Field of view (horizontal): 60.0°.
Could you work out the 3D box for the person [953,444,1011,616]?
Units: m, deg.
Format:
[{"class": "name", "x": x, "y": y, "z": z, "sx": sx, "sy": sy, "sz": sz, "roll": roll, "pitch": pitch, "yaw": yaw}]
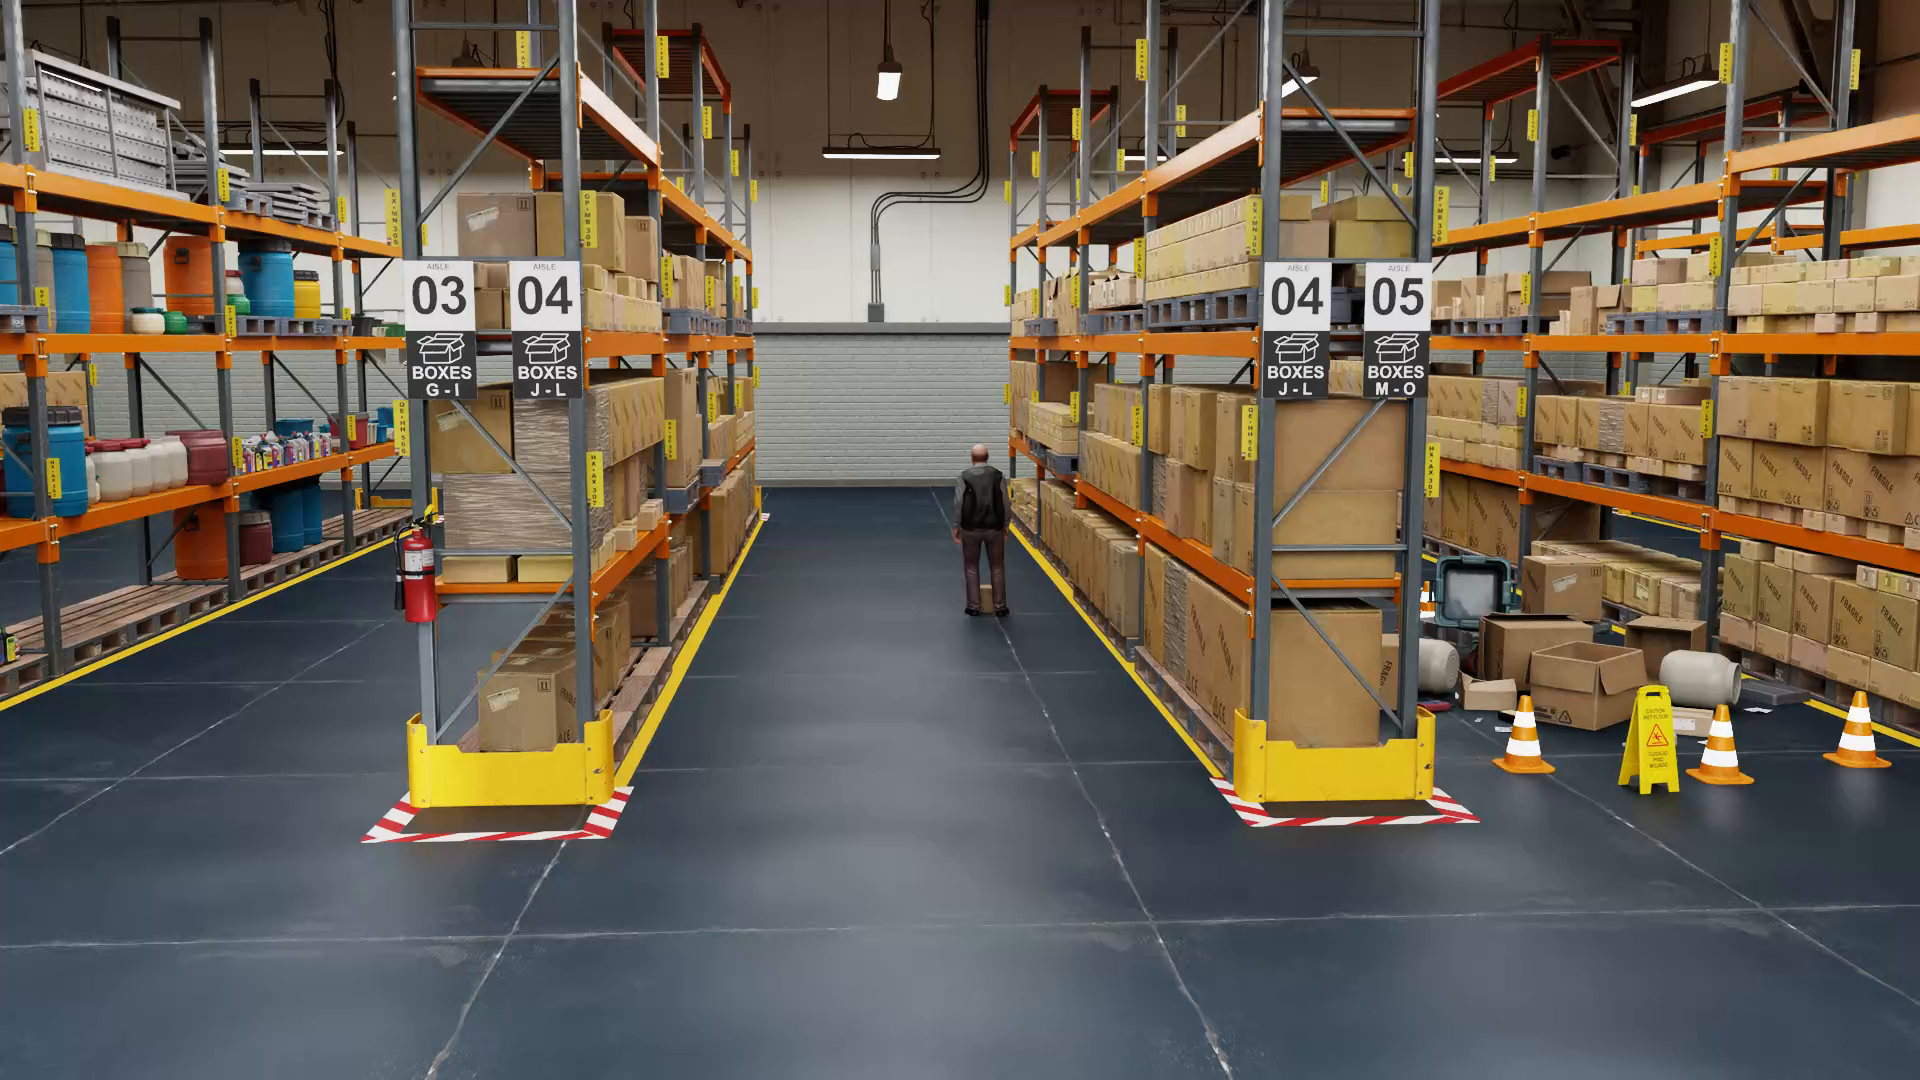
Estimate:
[{"class": "person", "x": 0.220, "y": -0.099, "z": 16.672, "sx": 0.594, "sy": 1.722, "sz": 0.468, "roll": -1, "pitch": 7, "yaw": -7}]
